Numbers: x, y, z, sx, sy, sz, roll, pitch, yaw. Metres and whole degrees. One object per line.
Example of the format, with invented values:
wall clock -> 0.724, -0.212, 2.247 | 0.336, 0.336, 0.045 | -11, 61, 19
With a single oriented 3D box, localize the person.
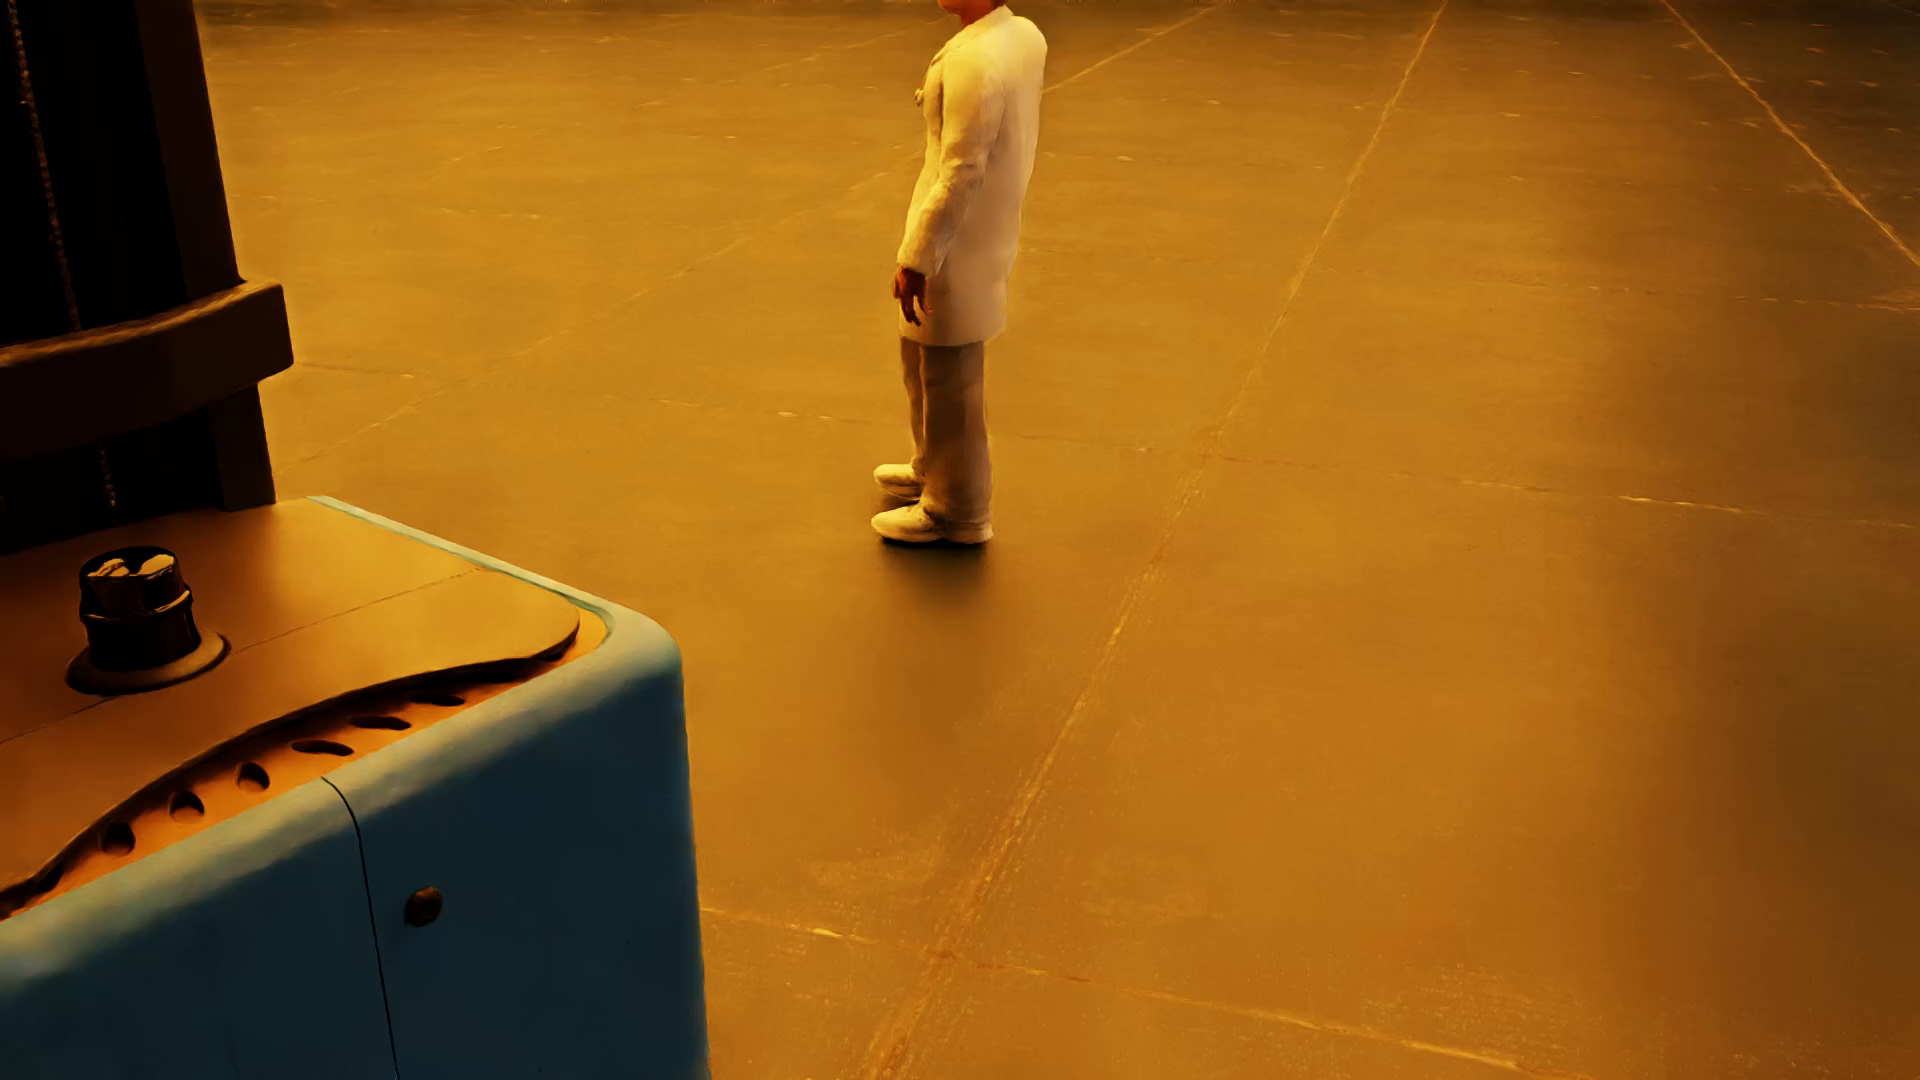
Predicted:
person -> -0.083, -0.841, 4.807 | 0.586, 1.775, 0.694 | 7, 23, 16
